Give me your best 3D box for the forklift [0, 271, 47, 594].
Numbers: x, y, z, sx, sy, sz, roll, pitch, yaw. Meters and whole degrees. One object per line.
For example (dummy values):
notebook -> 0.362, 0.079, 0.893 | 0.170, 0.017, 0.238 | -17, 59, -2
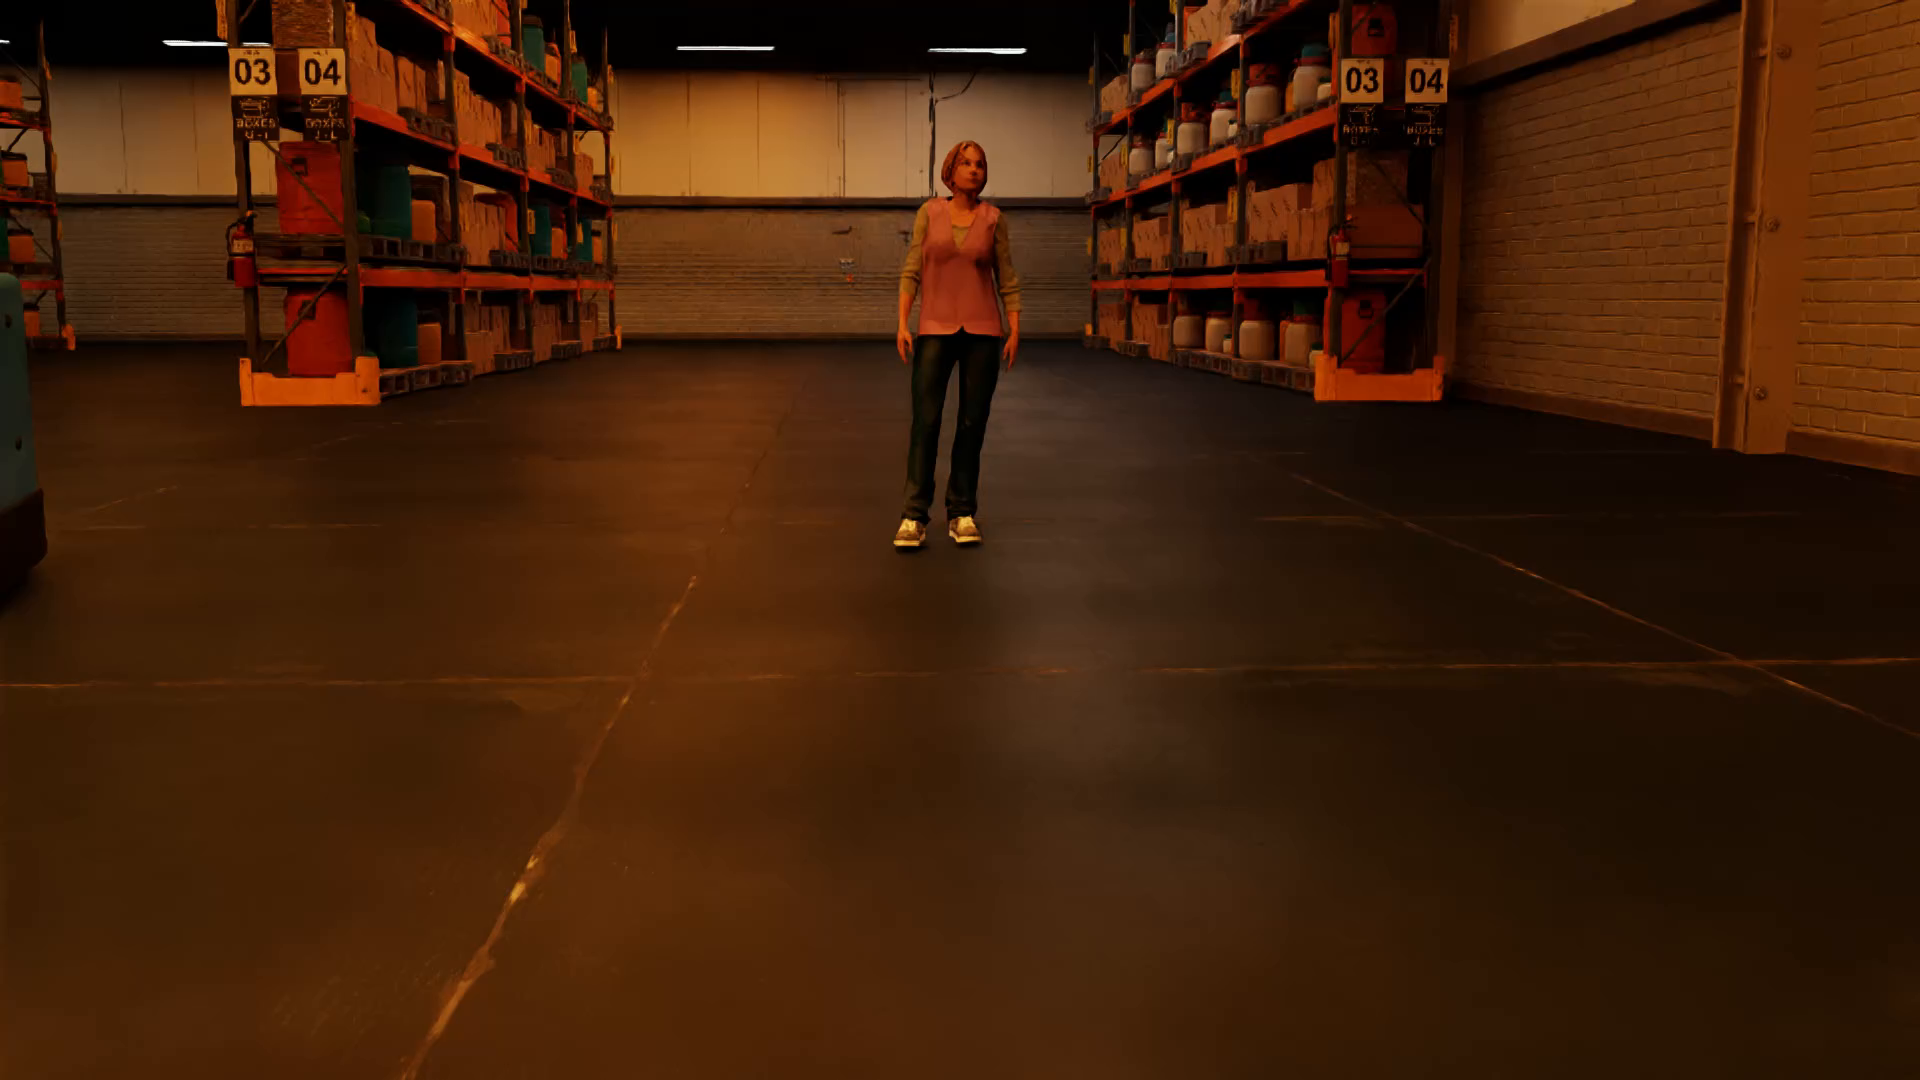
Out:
forklift -> -4.557, -1.193, 4.868 | 3.031, 2.935, 1.130 | -3, 9, -21

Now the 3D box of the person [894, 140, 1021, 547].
person -> -0.009, -0.786, 6.618 | 0.520, 1.597, 0.474 | -1, 8, -4
